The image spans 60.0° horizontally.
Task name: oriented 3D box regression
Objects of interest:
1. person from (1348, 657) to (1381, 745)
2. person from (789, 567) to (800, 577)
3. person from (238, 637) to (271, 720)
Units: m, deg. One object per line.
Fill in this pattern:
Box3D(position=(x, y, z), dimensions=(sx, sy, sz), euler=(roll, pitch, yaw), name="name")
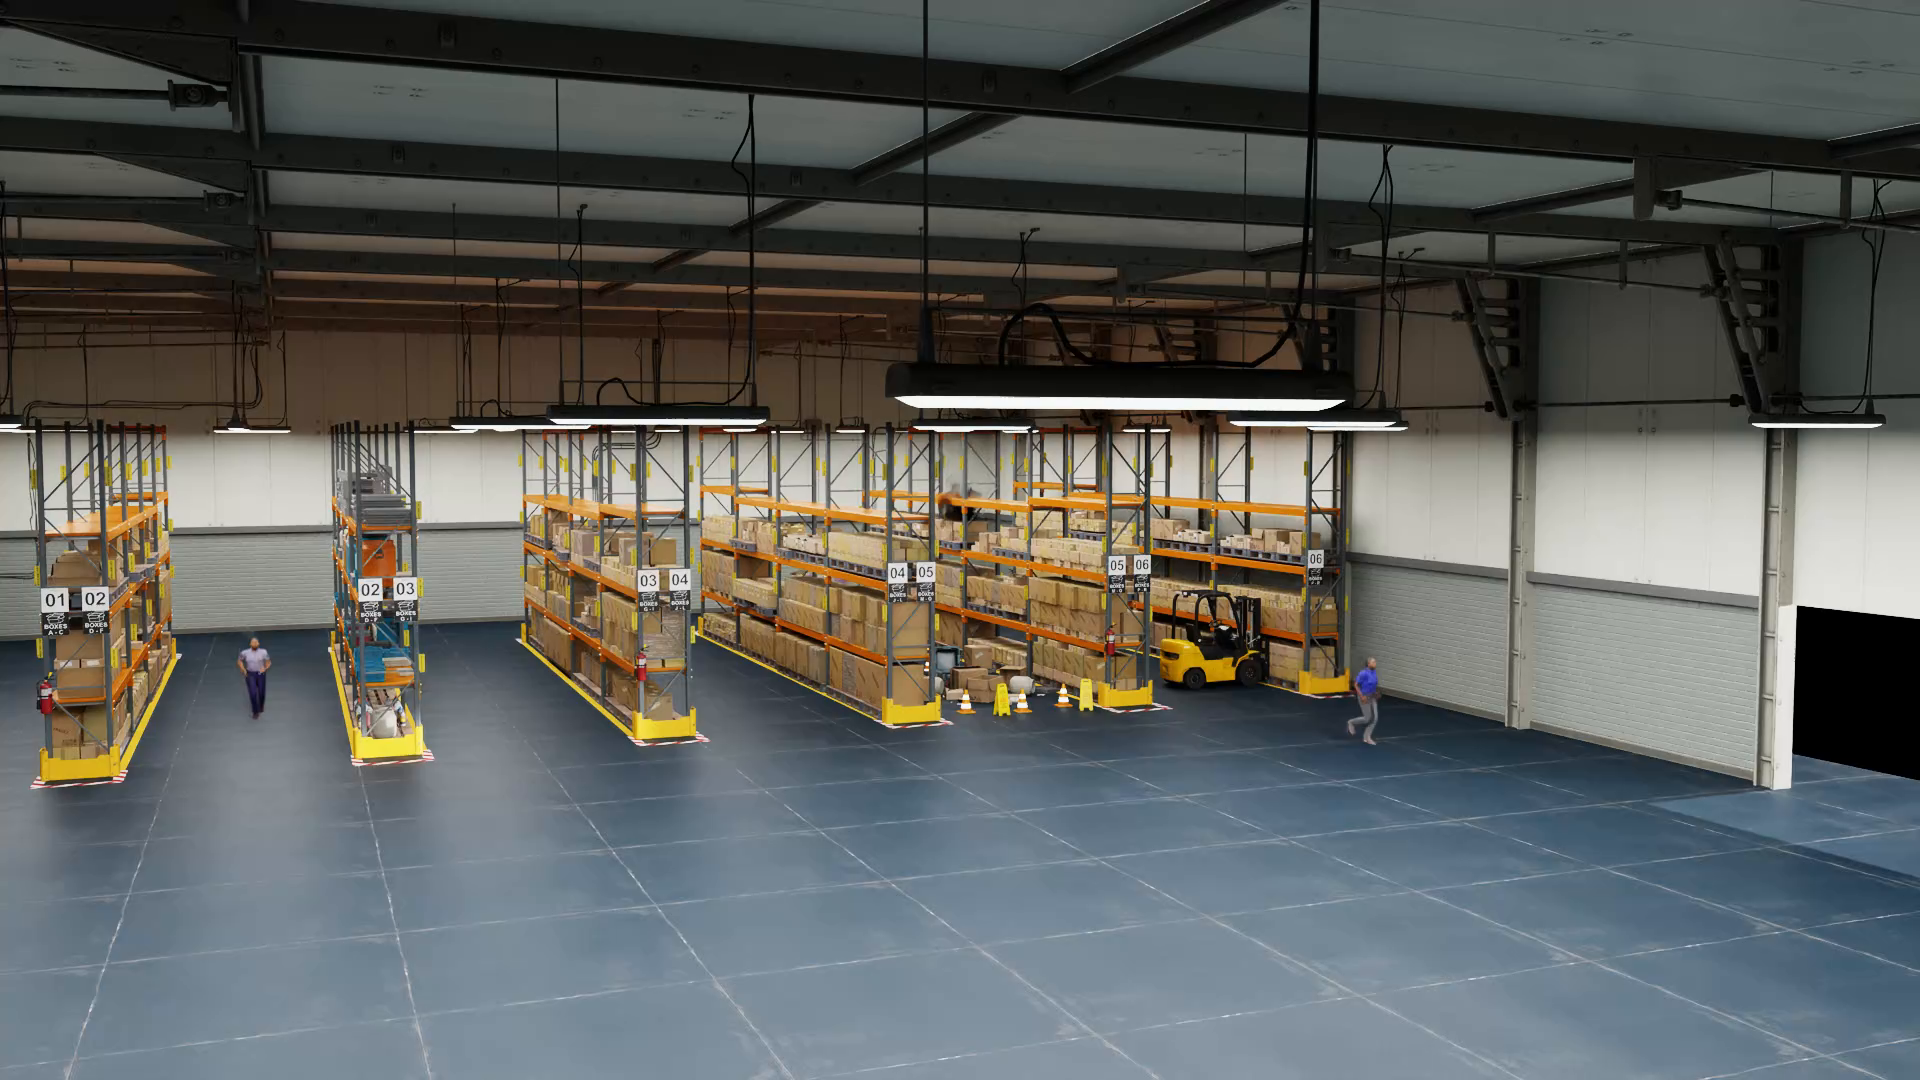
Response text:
Box3D(position=(7.583, 2.984, 31.113), dimensions=(0.596, 1.622, 0.604), euler=(-3, 5, -43), name="person")
Box3D(position=(-5.086, 1.679, 50.805), dimensions=(0.881, 1.747, 0.701), euler=(-3, 5, -39), name="person")
Box3D(position=(-14.367, 2.797, 33.889), dimensions=(0.613, 1.640, 0.715), euler=(-2, 4, -27), name="person")
